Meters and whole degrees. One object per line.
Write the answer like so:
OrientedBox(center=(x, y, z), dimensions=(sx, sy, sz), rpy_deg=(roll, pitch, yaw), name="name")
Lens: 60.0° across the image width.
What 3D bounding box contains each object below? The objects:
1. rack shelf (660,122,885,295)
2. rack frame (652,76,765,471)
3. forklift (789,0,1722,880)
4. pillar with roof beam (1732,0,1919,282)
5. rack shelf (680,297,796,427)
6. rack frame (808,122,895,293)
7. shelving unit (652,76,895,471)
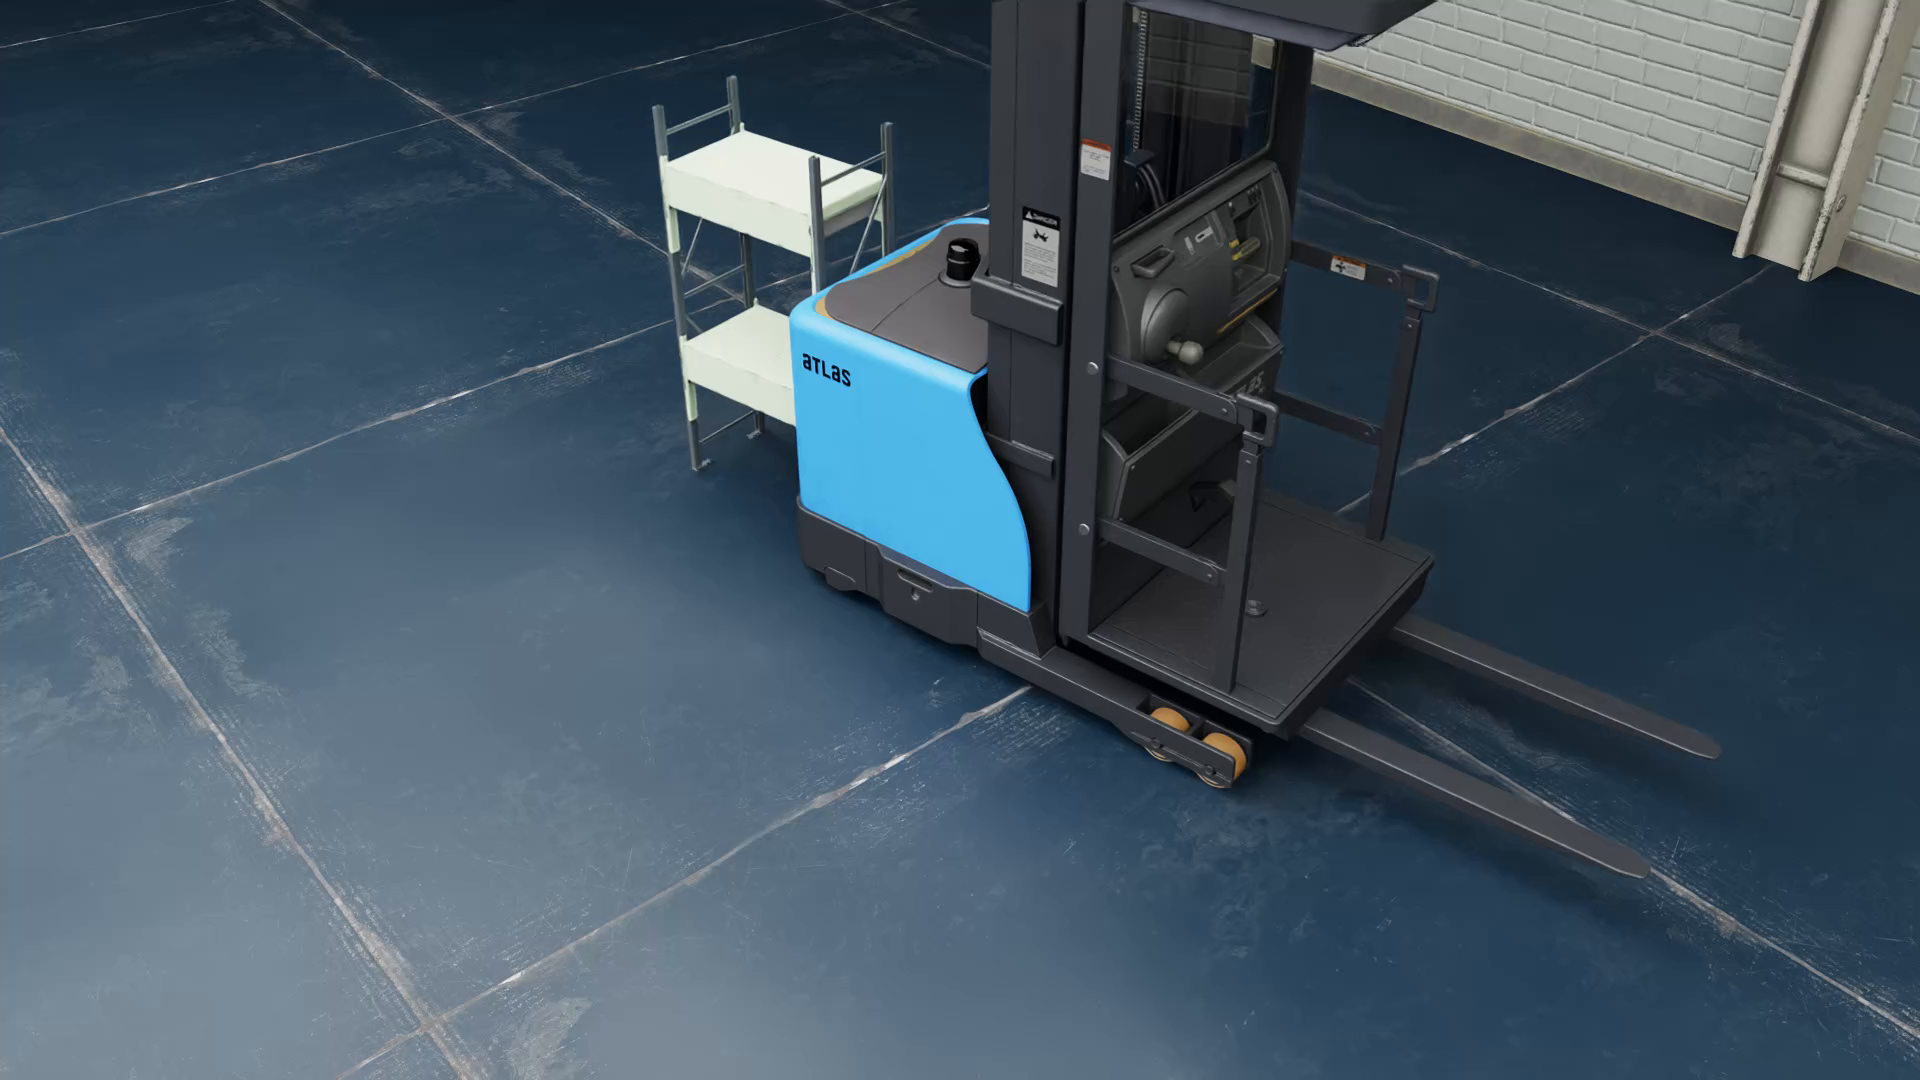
OrientedBox(center=(-0.651, -1.168, 5.926), dimensions=(0.720, 0.370, 0.431), rpy_deg=(24, 42, 30), name="rack shelf")
OrientedBox(center=(-0.939, -0.980, 6.336), dimensions=(0.023, 1.500, 0.400), rpy_deg=(24, 42, 30), name="rack frame")
OrientedBox(center=(0.889, -0.777, 4.812), dimensions=(3.031, 2.935, 1.130), rpy_deg=(24, 42, 30), name="forklift")
OrientedBox(center=(0.783, -3.452, 3.338), dimensions=(9.100, 9.000, 0.400), rpy_deg=(-26, 43, -32), name="pillar with roof beam")
OrientedBox(center=(-0.651, -0.583, 6.340), dimensions=(0.720, 0.370, 0.431), rpy_deg=(24, 42, 30), name="rack shelf")
OrientedBox(center=(-0.363, -0.718, 5.967), dimensions=(0.023, 1.500, 0.400), rpy_deg=(24, 42, 30), name="rack frame")
OrientedBox(center=(-0.651, -0.849, 6.151), dimensions=(0.755, 1.500, 0.431), rpy_deg=(24, 42, 30), name="shelving unit")
